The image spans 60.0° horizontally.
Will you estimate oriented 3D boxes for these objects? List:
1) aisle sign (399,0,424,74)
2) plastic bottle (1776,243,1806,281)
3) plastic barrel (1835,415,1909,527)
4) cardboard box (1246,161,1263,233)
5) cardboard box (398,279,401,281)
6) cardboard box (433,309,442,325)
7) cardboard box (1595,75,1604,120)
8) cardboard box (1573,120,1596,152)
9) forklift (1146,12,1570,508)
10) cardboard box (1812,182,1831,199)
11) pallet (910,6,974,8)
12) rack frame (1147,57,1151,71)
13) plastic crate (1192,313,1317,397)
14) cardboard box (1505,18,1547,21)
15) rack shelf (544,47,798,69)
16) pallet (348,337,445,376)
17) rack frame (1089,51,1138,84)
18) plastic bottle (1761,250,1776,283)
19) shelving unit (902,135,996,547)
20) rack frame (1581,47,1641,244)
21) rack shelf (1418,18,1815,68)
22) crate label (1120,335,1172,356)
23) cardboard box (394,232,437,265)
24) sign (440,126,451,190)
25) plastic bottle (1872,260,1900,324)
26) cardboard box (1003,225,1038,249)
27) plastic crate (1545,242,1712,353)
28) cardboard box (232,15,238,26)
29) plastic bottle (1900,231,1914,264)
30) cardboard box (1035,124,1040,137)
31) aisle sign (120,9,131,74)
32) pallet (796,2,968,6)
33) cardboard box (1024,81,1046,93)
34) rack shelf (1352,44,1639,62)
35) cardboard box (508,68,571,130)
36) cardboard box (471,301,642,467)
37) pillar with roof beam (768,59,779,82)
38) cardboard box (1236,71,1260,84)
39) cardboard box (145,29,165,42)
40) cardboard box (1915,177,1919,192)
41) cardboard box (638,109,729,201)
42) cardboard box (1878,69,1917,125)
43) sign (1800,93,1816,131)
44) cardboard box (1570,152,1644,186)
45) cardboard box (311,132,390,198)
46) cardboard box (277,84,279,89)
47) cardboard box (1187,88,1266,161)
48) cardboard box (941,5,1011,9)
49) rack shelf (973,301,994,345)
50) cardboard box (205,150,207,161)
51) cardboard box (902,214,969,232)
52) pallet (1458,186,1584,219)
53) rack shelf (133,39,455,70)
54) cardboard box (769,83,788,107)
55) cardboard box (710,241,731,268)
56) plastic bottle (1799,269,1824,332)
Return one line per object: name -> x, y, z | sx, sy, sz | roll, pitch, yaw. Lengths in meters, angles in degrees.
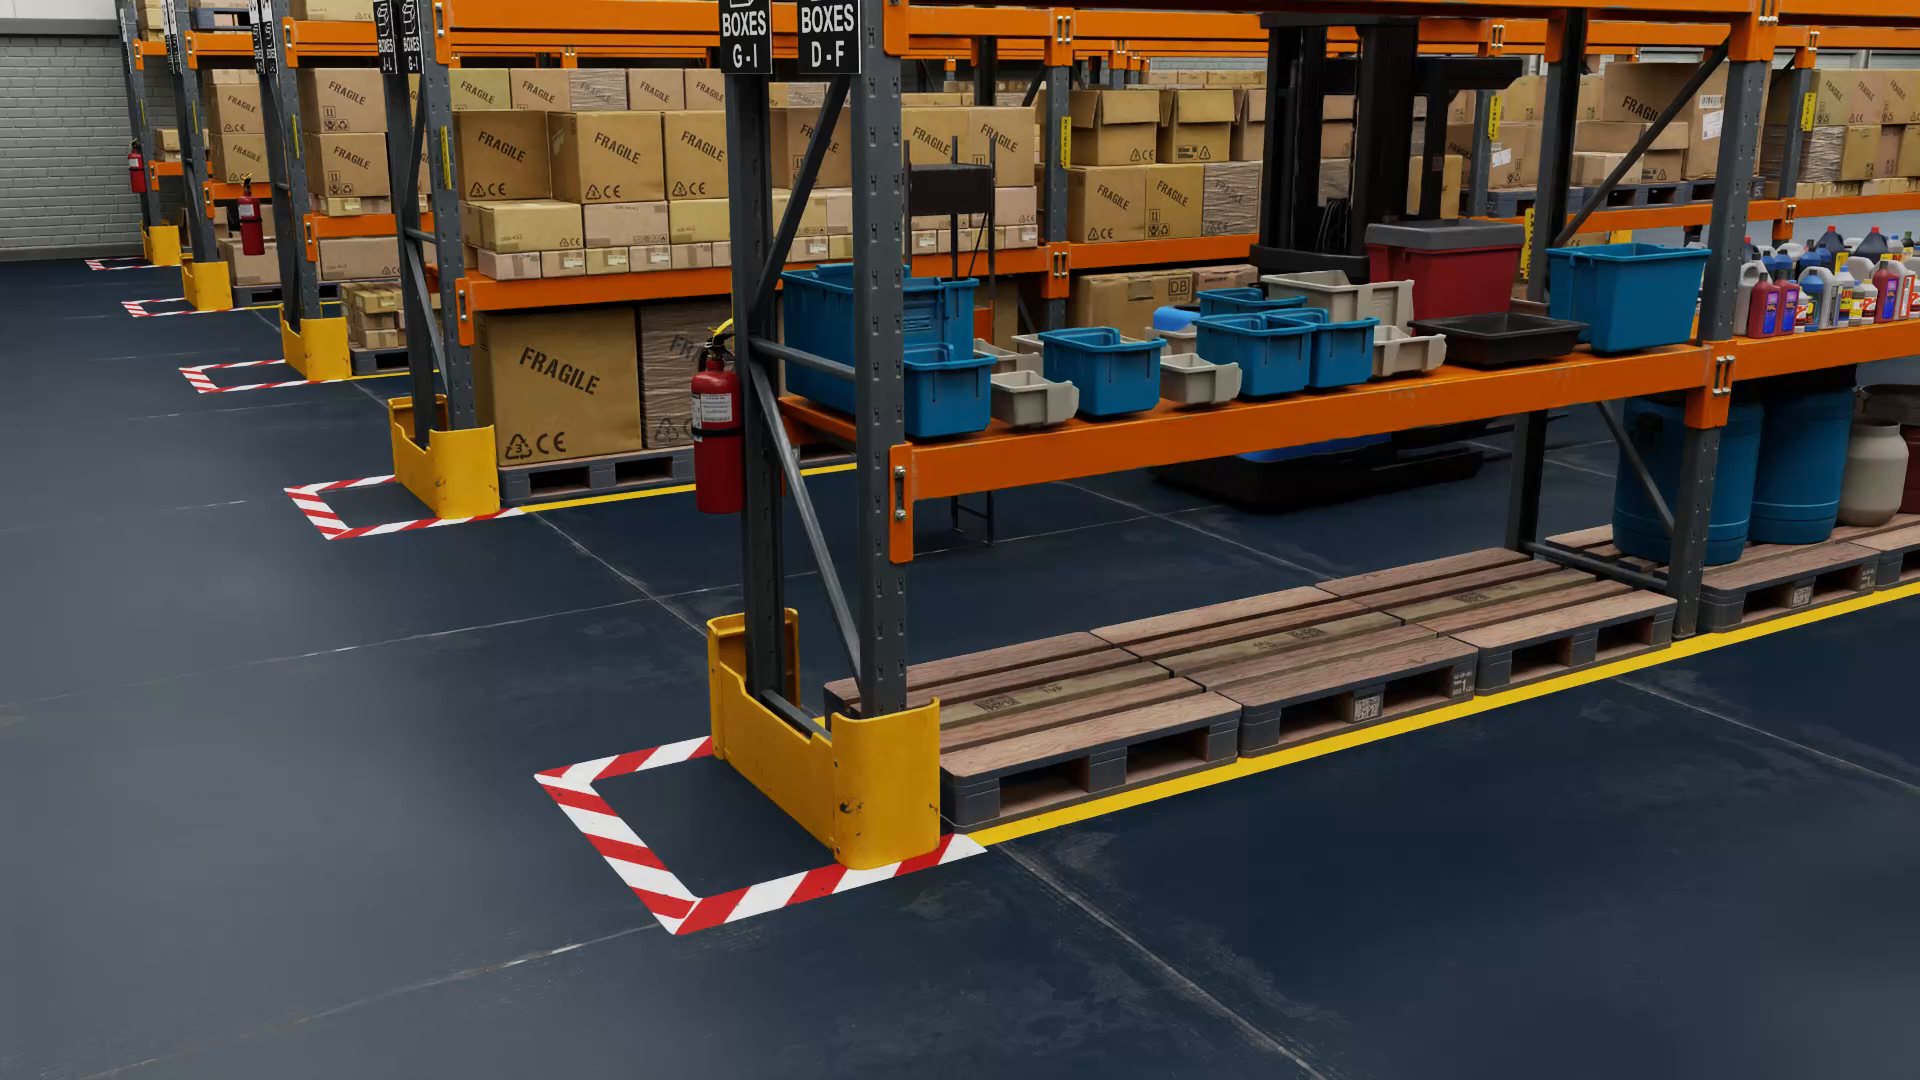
aisle sign -> -2.933, -2.885, 8.829 | 0.004, 0.787, 0.394 | -9, 18, -30
plastic bottle -> 4.185, -1.365, 8.450 | 0.135, 0.276, 0.152 | -9, 18, -30
plastic barrel -> 4.566, -0.355, 8.451 | 0.421, 0.512, 0.421 | 0, 16, 0
cardboard box -> 2.226, -2.536, 12.213 | 0.500, 0.500, 0.500 | -9, 18, -29
cardboard box -> -4.768, -2.210, 14.637 | 0.250, 0.149, 0.380 | -10, 18, -31
cardboard box -> -4.484, -1.940, 14.226 | 0.250, 0.149, 0.380 | -9, 18, -29
cardboard box -> 7.884, -5.648, 21.223 | 0.550, 0.550, 0.875 | -9, 18, -30
cardboard box -> 7.467, -5.027, 21.009 | 0.550, 0.550, 0.875 | -9, 18, -30
forklift -> 2.637, -1.883, 10.198 | 3.031, 2.935, 1.130 | -11, 19, -33
cardboard box -> 7.821, -3.252, 15.419 | 0.250, 0.149, 0.380 | -9, 18, -30
pallet -> -0.593, -4.990, 15.946 | 1.003, 0.211, 1.213 | -9, 18, -30
rack frame -> 3.026, -7.378, 29.672 | 0.127, 3.000, 1.000 | -9, 18, -30
plastic crate -> 1.035, -0.656, 5.893 | 0.300, 0.233, 0.416 | -9, 18, -30
cardboard box -> 4.366, -4.203, 13.068 | 0.500, 0.250, 0.500 | -9, 18, -29
rack shelf -> -2.986, -5.938, 20.310 | 4.000, 0.370, 1.077 | -9, 18, -30
pallet -> -4.713, -1.647, 14.395 | 1.213, 0.211, 1.003 | -9, 18, -30
rack frame -> 2.157, -5.674, 23.593 | 0.127, 3.000, 1.000 | -9, 18, -30
plastic bottle -> 3.951, -1.285, 8.176 | 0.097, 0.271, 0.097 | 0, 16, 0
shelving unit -> -0.142, -0.988, 8.544 | 0.503, 2.100, 0.431 | -9, 18, -30
rack frame -> 8.222, -5.099, 21.541 | 0.127, 3.000, 1.000 | -9, 18, -30
rack shelf -> 5.546, -4.201, 14.114 | 4.000, 0.370, 1.077 | -9, 18, -30
crate label -> 0.613, -0.705, 6.246 | 0.243, 0.136, 0.396 | -9, 18, -30
cardboard box -> -6.061, -3.343, 19.248 | 0.875, 0.438, 0.875 | -10, 18, -31
sign -> -2.745, -2.039, 8.874 | 0.005, 0.325, 0.100 | -9, 18, -30
plastic bottle -> 4.249, -1.142, 7.644 | 0.133, 0.283, 0.061 | -9, 18, -30
cardboard box -> 0.311, -2.030, 11.059 | 0.250, 0.149, 0.380 | -9, 18, -29
plastic crate -> 2.730, -1.000, 6.839 | 0.575, 0.384, 0.392 | -9, 18, -30
cardboard box -> -9.297, -6.811, 21.820 | 0.500, 0.250, 0.500 | -10, 18, -31
plastic bottle -> 5.113, -1.533, 9.037 | 0.133, 0.283, 0.061 | -9, 18, -30
cardboard box -> 0.739, -4.109, 16.597 | 0.250, 0.149, 0.380 | -9, 18, -28
aisle sign -> -10.596, -6.328, 21.110 | 0.004, 0.787, 0.394 | -9, 18, -30
pallet -> -0.303, -3.559, 10.656 | 1.213, 0.211, 1.003 | -9, 18, -30
cardboard box -> 1.071, -6.121, 22.472 | 0.250, 0.149, 0.380 | -10, 19, -32
rack shelf -> 6.507, -5.918, 20.242 | 4.000, 0.370, 1.077 | -9, 18, -30
cardboard box -> -3.650, -3.759, 14.172 | 0.500, 0.500, 0.500 | -10, 18, -31
cardboard box -> -2.518, -0.999, 10.076 | 0.875, 0.875, 0.875 | -9, 18, -30
pillar with roof beam -> -0.961, -8.548, 22.732 | 0.400, 9.000, 9.100 | -9, 18, -30
cardboard box -> 3.940, -6.581, 24.239 | 0.500, 0.500, 0.700 | -9, 18, -30
cardboard box -> -10.296, -6.467, 21.333 | 0.250, 0.149, 0.380 | -9, 18, -29
cardboard box -> 9.320, -3.496, 16.289 | 0.250, 0.149, 0.380 | -9, 18, -30
cardboard box -> -1.605, -2.292, 9.867 | 0.500, 0.500, 0.500 | -10, 18, -31
cardboard box -> 8.634, -4.197, 15.735 | 0.500, 0.500, 0.500 | -9, 18, -30
sign -> 7.550, -3.811, 14.801 | 0.005, 0.325, 0.100 | -9, 18, -30
cardboard box -> 5.387, -3.135, 14.035 | 0.500, 0.250, 0.500 | -10, 18, -31
cardboard box -> -4.966, -3.064, 13.548 | 0.500, 0.500, 0.500 | -8, 18, -27
cardboard box -> -7.132, -4.610, 17.759 | 0.500, 0.500, 0.500 | -10, 18, -31
cardboard box -> 2.066, -3.073, 12.273 | 0.637, 0.503, 0.797 | -9, 18, -28
cardboard box -> 0.153, -5.200, 16.159 | 0.500, 0.500, 0.500 | -9, 18, -30
rack shelf -> -0.142, -0.975, 8.548 | 0.480, 0.518, 0.431 | -9, 18, -30
cardboard box -> -10.071, -5.061, 21.872 | 0.250, 0.149, 0.380 | -9, 18, -28
cardboard box -> -0.282, -2.145, 10.732 | 0.500, 0.250, 0.500 | -9, 18, -28
pallet -> 4.388, -2.856, 13.897 | 1.003, 0.211, 1.213 | -9, 18, -30
rack shelf -> -8.974, -6.530, 22.421 | 4.000, 0.370, 1.077 | -9, 18, -30
cardboard box -> -2.445, -5.374, 20.487 | 0.500, 0.500, 0.500 | -9, 18, -30
cardboard box -> -1.450, -1.744, 10.040 | 0.250, 0.149, 0.380 | -9, 18, -30
plastic bottle -> 3.775, -1.066, 7.392 | 0.097, 0.271, 0.097 | 0, 16, 0
